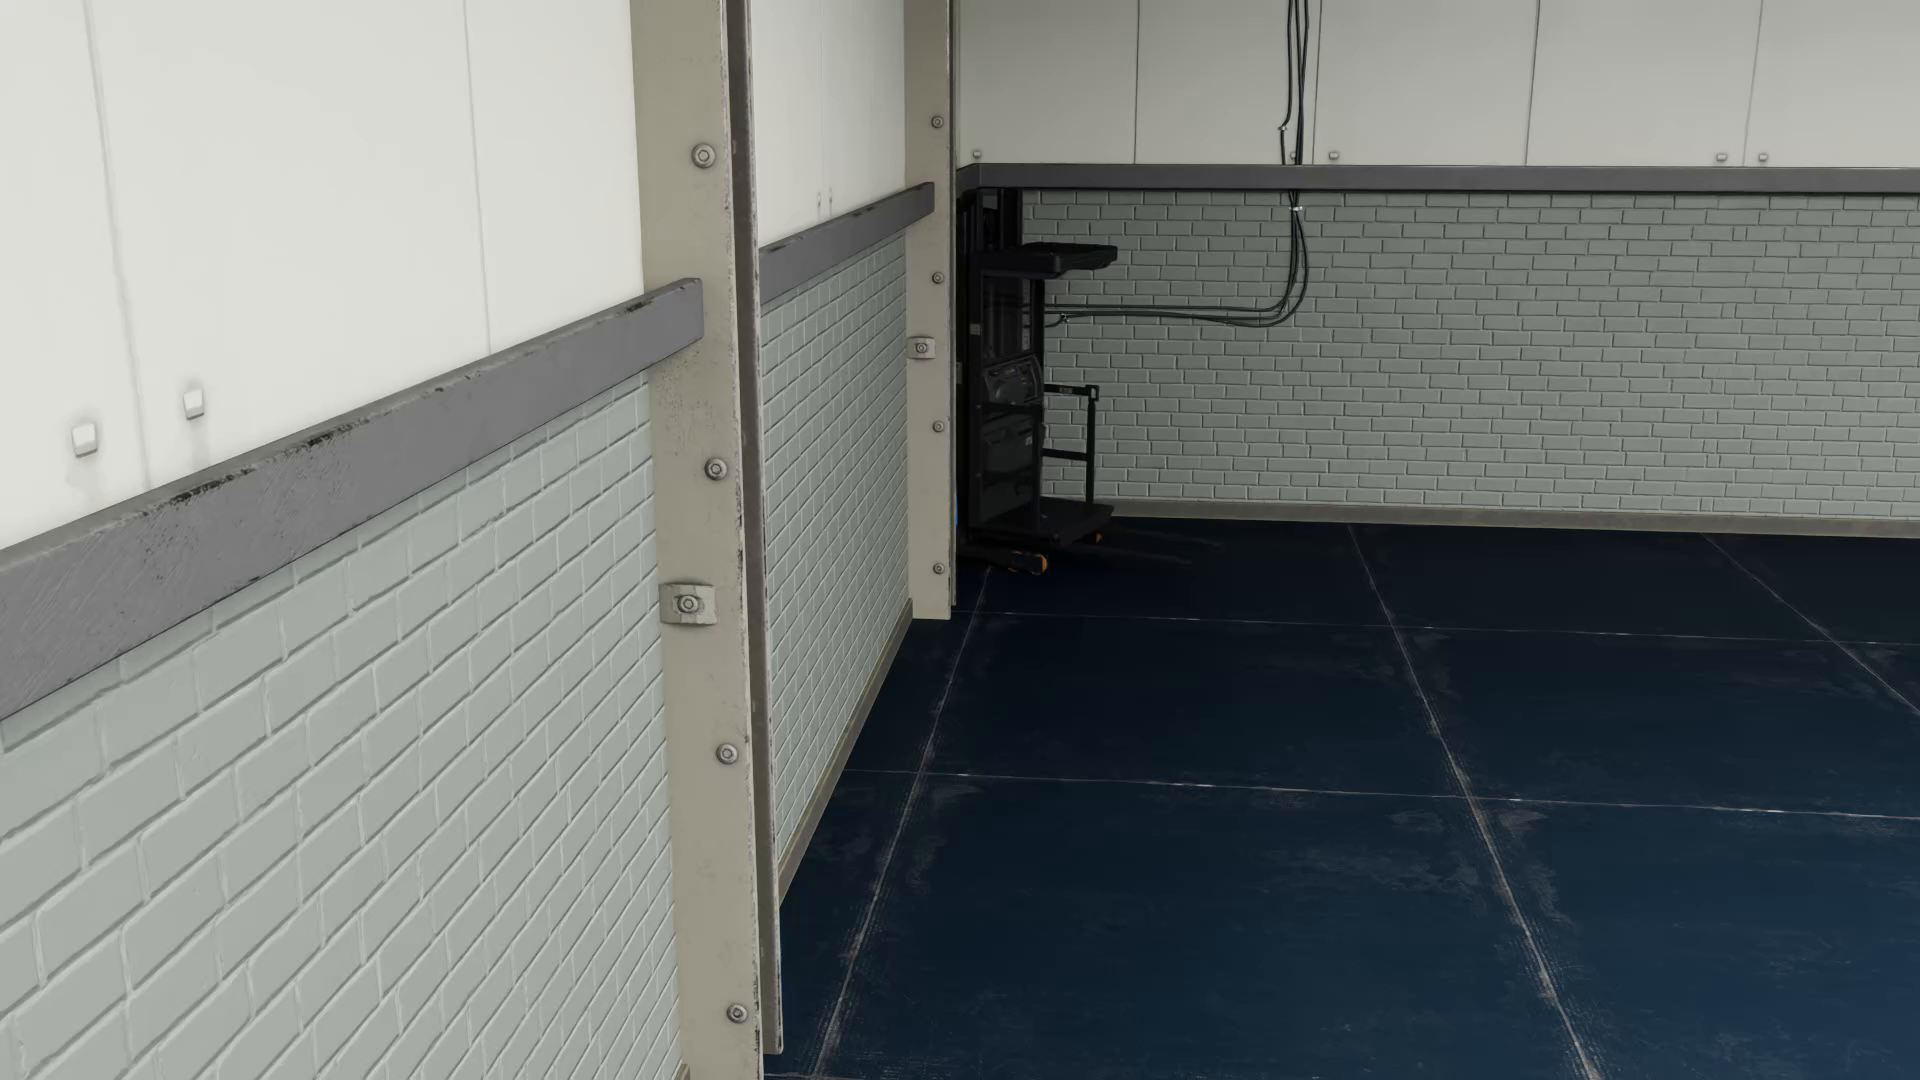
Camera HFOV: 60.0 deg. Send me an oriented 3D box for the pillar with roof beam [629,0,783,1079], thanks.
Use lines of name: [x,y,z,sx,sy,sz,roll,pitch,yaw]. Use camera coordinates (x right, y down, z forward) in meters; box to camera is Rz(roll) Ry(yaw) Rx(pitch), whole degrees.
pillar with roof beam: [3.396,-2.142,4.843,9.100,9.000,0.400,2,15,6]

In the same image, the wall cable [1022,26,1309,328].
wall cable: [1.442,-3.051,14.154,3.097,2.526,0.112,2,15,6]

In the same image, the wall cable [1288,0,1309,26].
wall cable: [4.130,-5.409,13.200,3.097,2.526,0.112,2,15,6]

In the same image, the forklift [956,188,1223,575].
forklift: [0.609,-1.294,13.332,3.031,2.935,1.130,8,17,29]

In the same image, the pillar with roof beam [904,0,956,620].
pillar with roof beam: [4.073,-3.698,10.598,9.100,9.000,0.400,2,15,6]
